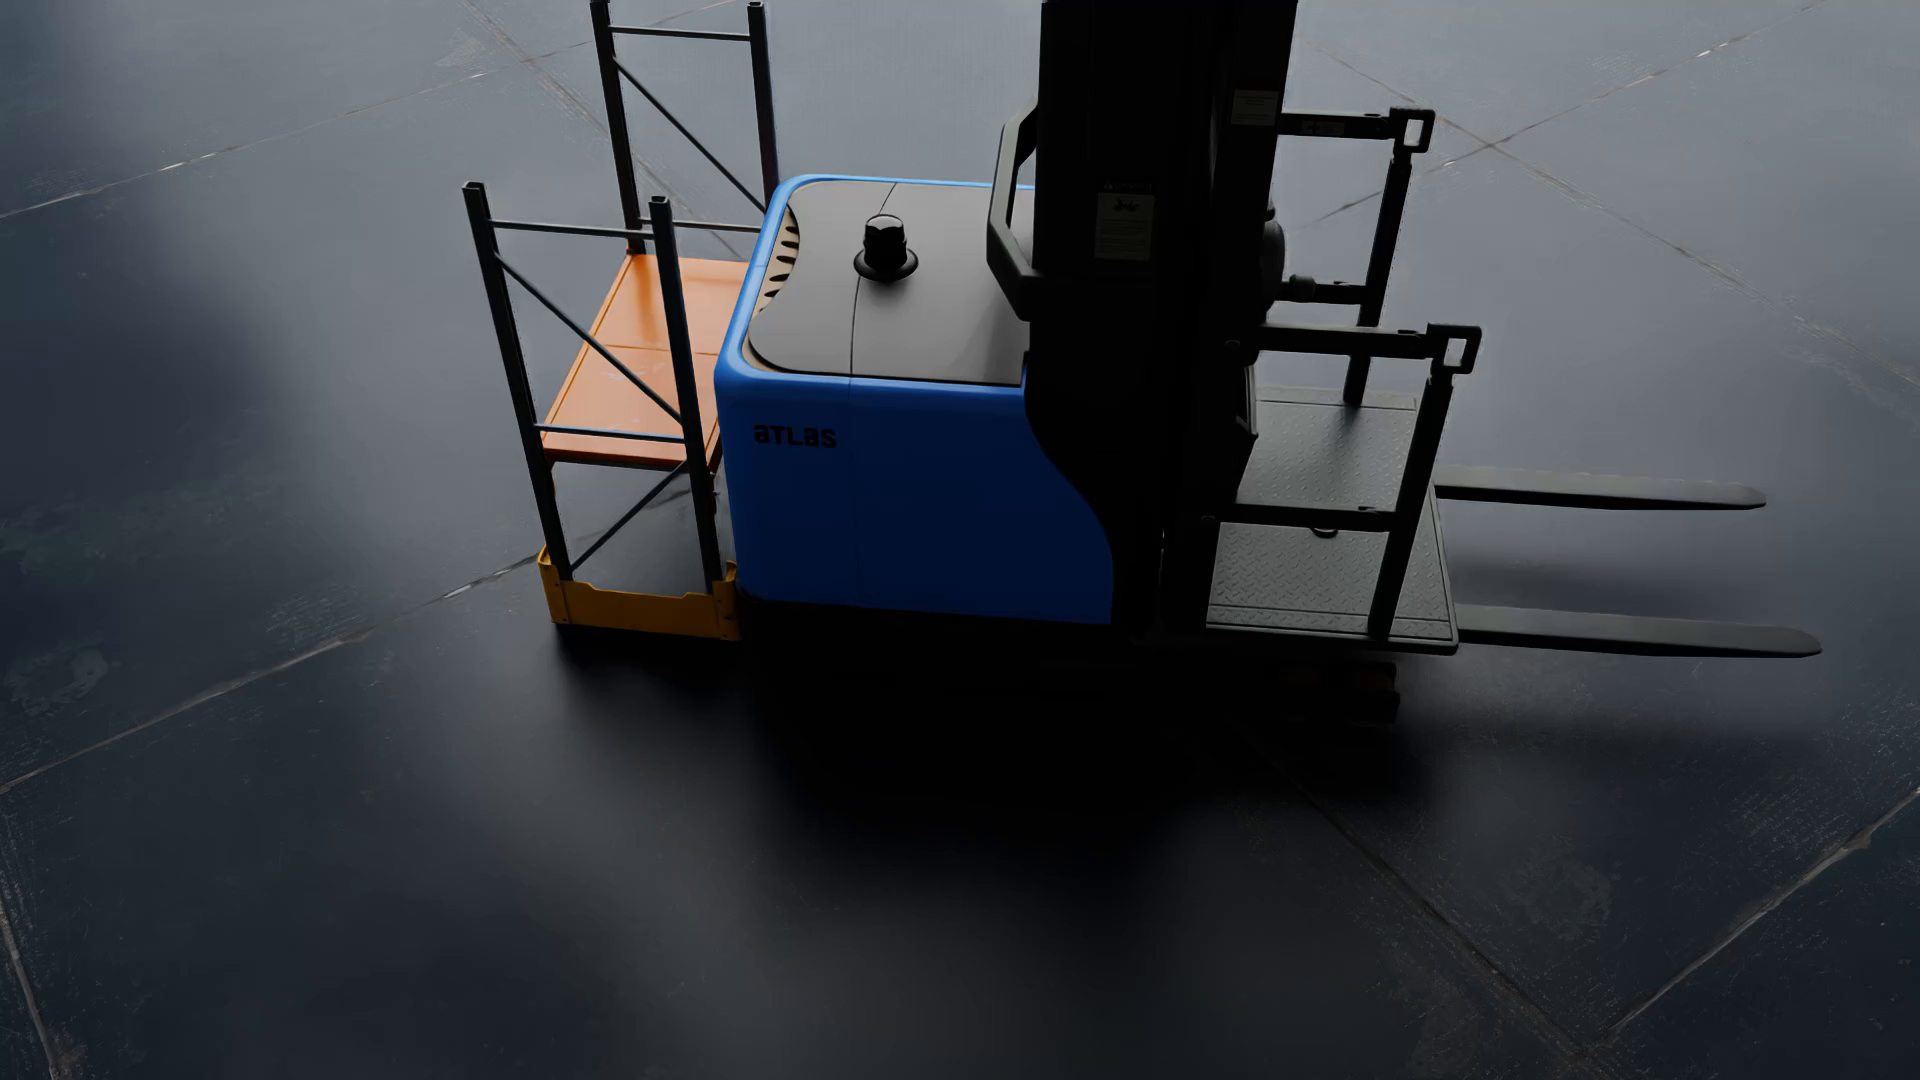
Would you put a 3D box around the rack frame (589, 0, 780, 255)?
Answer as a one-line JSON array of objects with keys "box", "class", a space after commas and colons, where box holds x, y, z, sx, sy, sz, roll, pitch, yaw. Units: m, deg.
[{"box": [-0.798, -0.978, 5.189, 0.500, 1.500, 0.032, 5, 44, 6], "class": "rack frame"}]

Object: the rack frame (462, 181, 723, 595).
[{"box": [-0.936, -0.283, 4.460, 0.500, 1.500, 0.032, 5, 44, 6], "class": "rack frame"}]

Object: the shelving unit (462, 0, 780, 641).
[{"box": [-0.866, -0.637, 4.831, 0.587, 1.500, 1.083, 5, 44, 6], "class": "shelving unit"}]

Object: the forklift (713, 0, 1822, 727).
[{"box": [0.913, -0.921, 4.092, 3.031, 2.935, 1.130, 4, 44, 4], "class": "forklift"}]

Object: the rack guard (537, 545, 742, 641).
[{"box": [-0.933, 0.156, 4.906, 0.587, 0.250, 0.087, 5, 44, 6], "class": "rack guard"}]

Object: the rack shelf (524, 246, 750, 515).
[{"box": [-0.867, -0.500, 4.949, 0.538, 0.185, 1.000, 5, 44, 6], "class": "rack shelf"}]
